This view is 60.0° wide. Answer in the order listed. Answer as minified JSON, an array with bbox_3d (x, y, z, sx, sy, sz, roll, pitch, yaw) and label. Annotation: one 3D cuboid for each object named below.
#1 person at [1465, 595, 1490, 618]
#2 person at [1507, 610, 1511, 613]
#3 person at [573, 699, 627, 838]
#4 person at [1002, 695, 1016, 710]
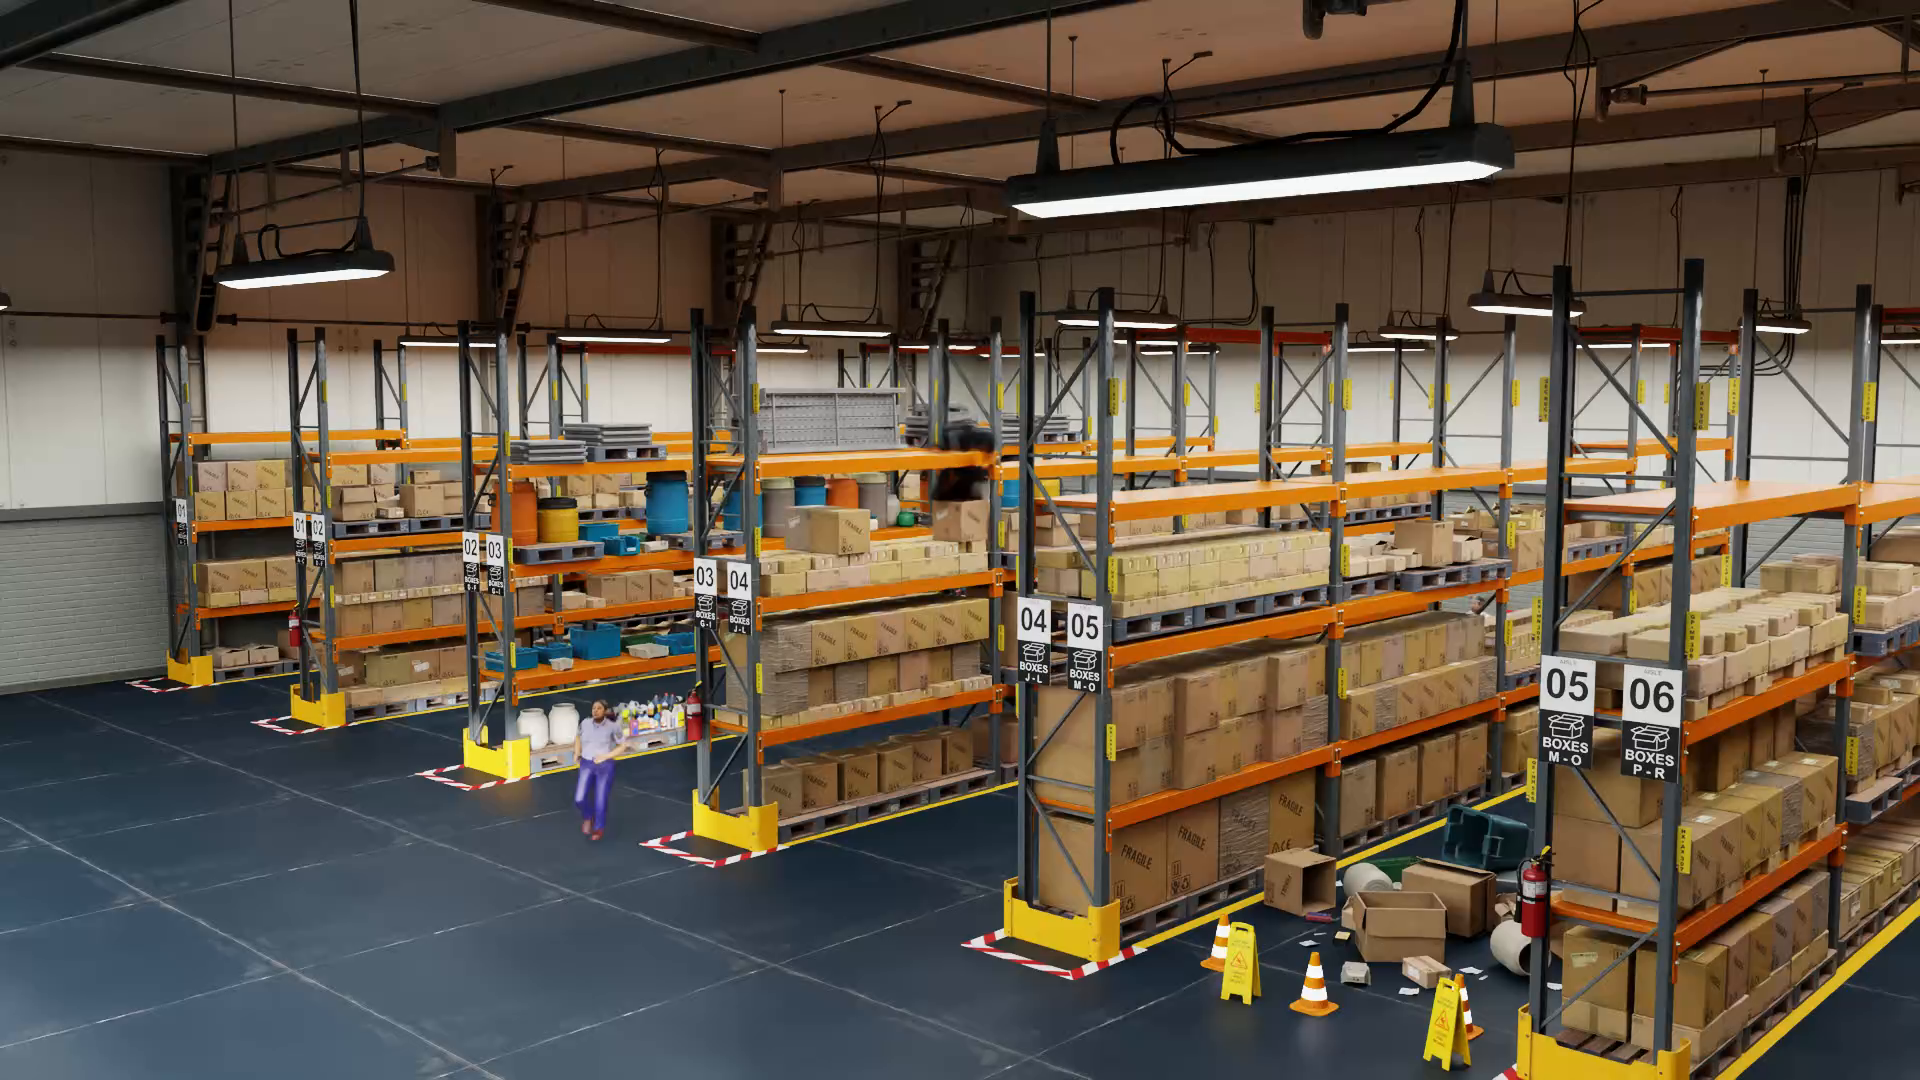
[{"bbox_3d":[8.528,1.742,27.639,0.604,1.648,0.535,4,7,40],"label":"person"},{"bbox_3d":[8.583,1.903,25.870,0.666,1.726,0.973,3,6,30],"label":"person"},{"bbox_3d":[-4.107,2.598,18.830,0.627,1.607,0.521,1,5,9],"label":"person"},{"bbox_3d":[0.631,1.919,24.796,0.695,1.585,0.576,-5,7,-44],"label":"person"}]
